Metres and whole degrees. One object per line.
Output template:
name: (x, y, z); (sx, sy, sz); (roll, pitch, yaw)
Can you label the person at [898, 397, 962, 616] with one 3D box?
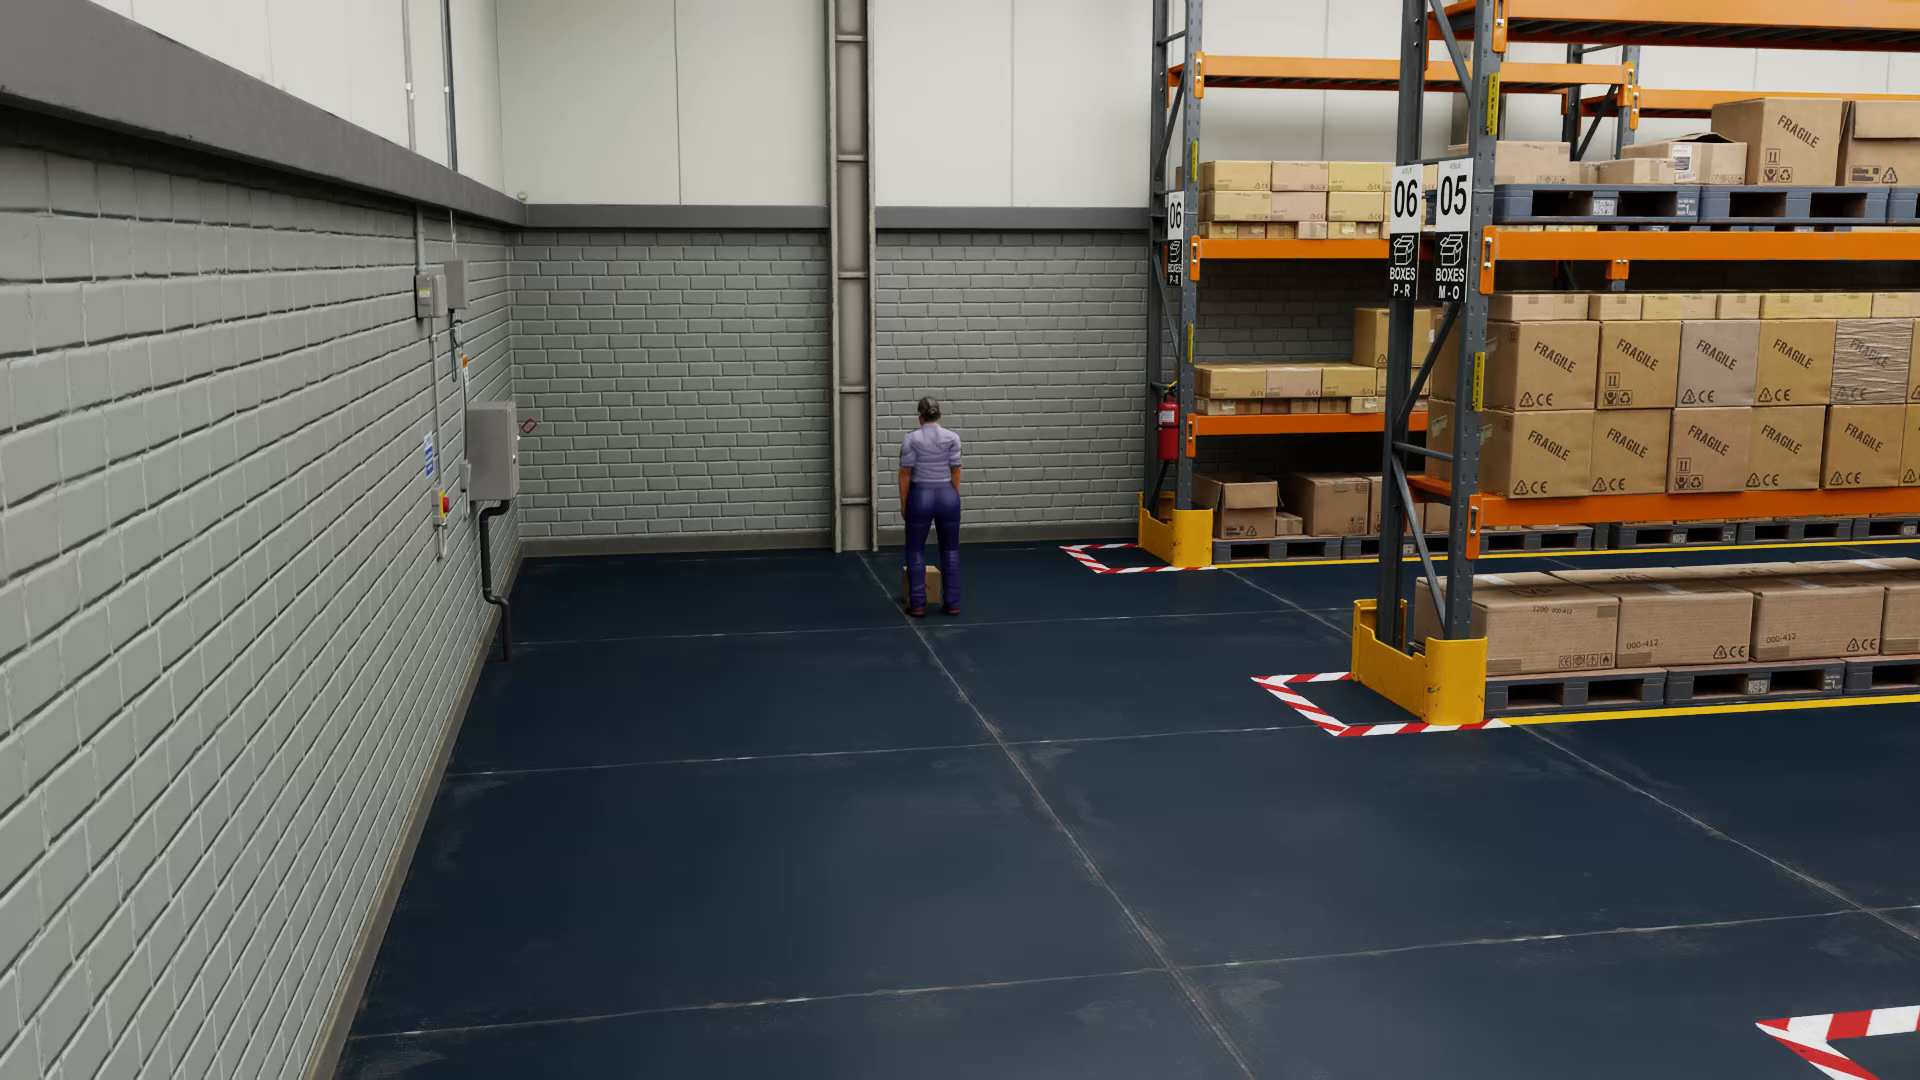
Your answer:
person: (-0.229, -0.250, 12.440); (0.474, 1.640, 0.312); (-2, 10, -10)
